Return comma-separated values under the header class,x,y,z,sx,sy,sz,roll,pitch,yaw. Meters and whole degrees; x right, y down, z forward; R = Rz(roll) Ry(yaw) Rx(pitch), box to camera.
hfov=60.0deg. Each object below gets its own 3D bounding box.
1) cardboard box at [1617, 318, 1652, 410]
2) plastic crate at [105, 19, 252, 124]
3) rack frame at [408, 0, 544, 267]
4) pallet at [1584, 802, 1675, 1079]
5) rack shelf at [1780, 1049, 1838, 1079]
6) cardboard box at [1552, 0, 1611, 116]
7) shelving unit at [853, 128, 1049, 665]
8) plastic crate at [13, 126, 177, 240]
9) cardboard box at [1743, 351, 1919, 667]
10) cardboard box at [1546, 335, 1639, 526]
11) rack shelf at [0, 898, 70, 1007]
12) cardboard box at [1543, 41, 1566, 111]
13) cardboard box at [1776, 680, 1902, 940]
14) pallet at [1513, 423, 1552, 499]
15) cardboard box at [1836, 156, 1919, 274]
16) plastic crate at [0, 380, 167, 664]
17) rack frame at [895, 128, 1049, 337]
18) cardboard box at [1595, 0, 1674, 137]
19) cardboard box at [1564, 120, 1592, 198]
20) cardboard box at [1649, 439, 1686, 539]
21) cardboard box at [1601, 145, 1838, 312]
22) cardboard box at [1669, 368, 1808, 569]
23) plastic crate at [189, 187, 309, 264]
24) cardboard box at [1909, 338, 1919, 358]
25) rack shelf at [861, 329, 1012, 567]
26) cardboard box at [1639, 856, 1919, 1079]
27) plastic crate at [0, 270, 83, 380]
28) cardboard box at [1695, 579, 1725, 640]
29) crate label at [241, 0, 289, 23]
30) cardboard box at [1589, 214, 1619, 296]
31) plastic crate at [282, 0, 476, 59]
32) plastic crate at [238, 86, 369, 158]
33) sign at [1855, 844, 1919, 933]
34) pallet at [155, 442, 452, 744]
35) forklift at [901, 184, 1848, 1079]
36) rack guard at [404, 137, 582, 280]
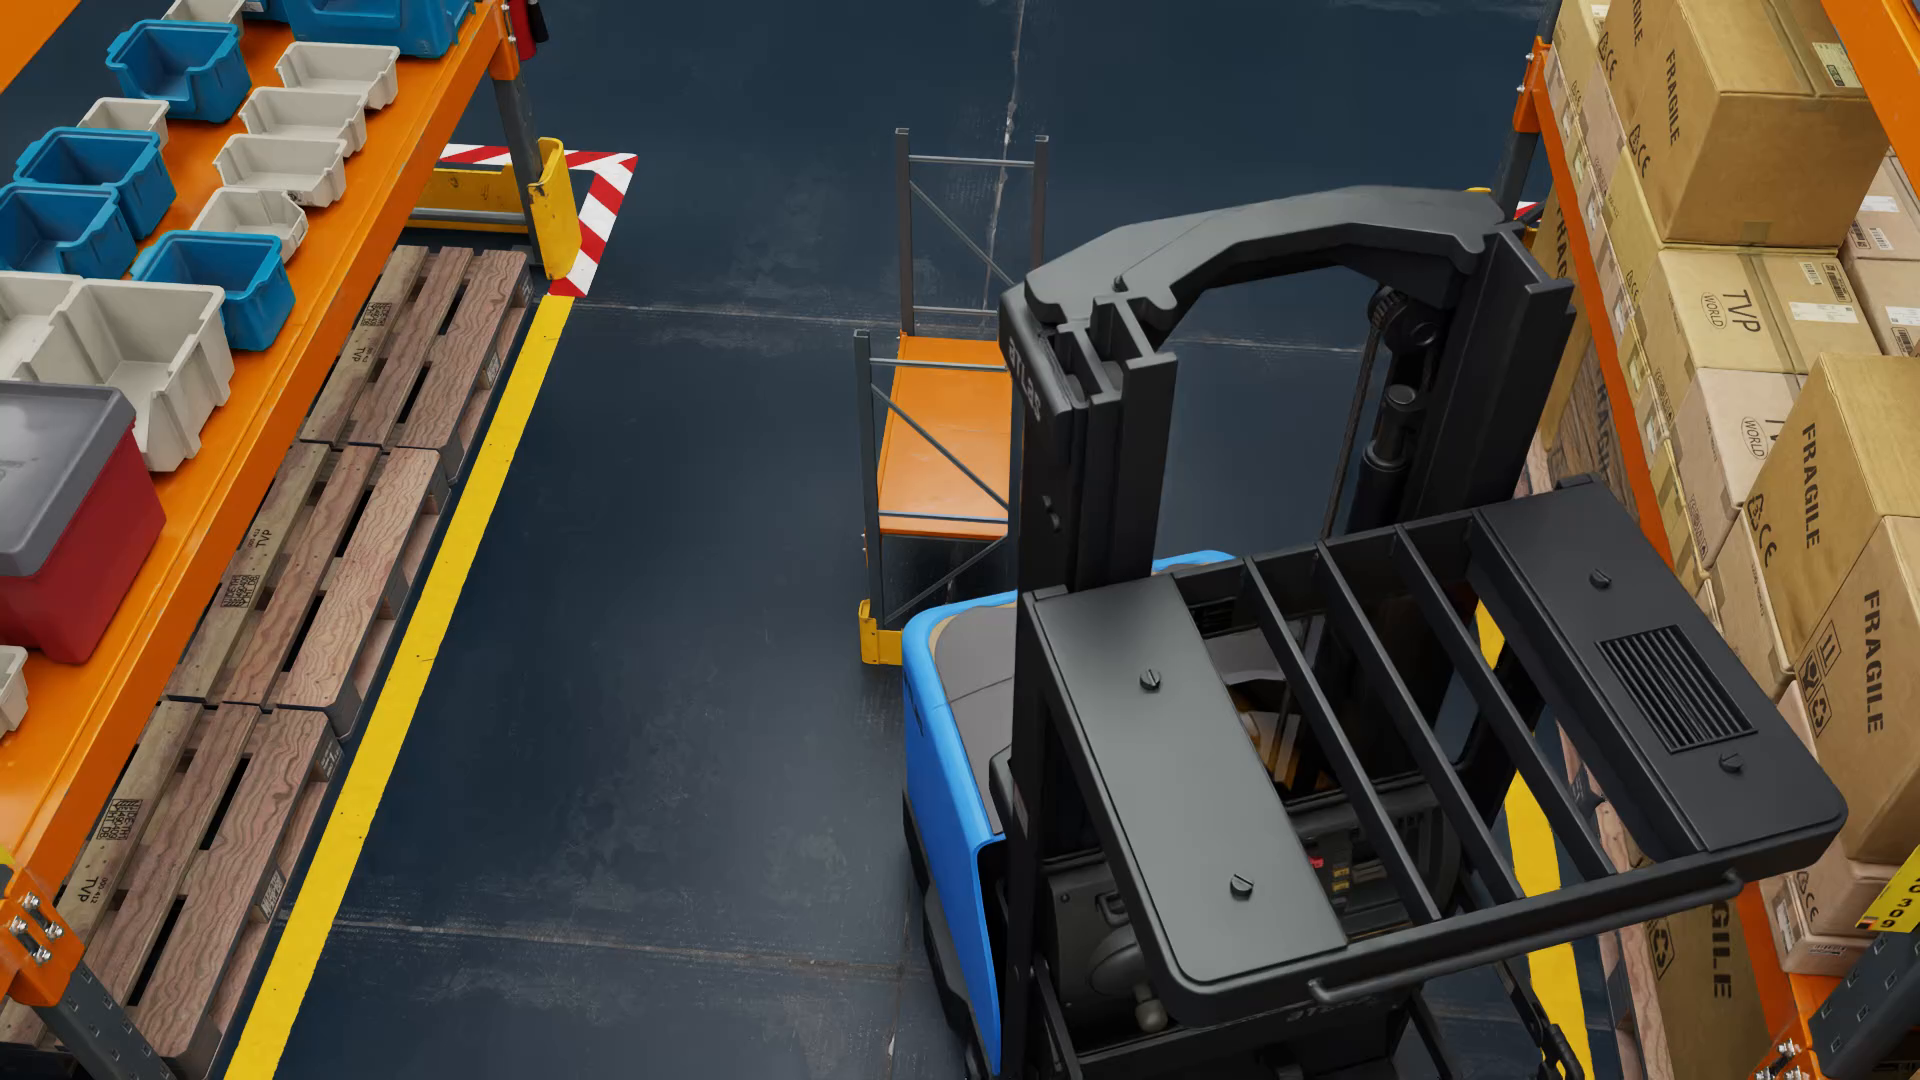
class,x,y,z,sx,sy,sz,roll,pitch,yaw
cardboard box,2.152,-0.508,4.852,0.380,0.149,0.250,3,48,3
plastic crate,-2.691,-1.615,5.767,0.416,0.233,0.300,4,48,4
rack frame,-2.281,-2.295,6.316,1.000,3.000,0.127,4,48,4
pallet,2.434,1.366,4.858,1.003,0.211,1.213,4,48,4
rack shelf,2.105,2.690,2.244,1.077,0.370,4.000,4,48,4
cardboard box,2.339,-1.677,5.651,0.500,0.250,0.500,3,48,2
shelving unit,-0.007,-0.450,5.645,0.587,1.500,1.083,4,48,4
plastic crate,-2.751,-1.131,5.325,0.416,0.233,0.300,4,48,4
cardboard box,2.113,-0.049,3.654,0.500,0.500,0.500,4,48,4
cardboard box,2.590,-0.242,5.594,0.875,0.875,0.875,4,48,4
rack shelf,-2.828,2.357,2.549,1.077,0.370,4.000,4,48,4
cardboard box,2.291,-1.638,5.886,0.380,0.149,0.250,4,48,4
cardboard box,2.066,0.586,3.581,0.500,0.250,0.500,3,48,3
pallet,2.657,-0.427,6.498,1.003,0.211,1.213,4,48,4
cardboard box,2.779,-0.891,4.932,0.500,0.250,0.500,2,48,2
plastic crate,-2.314,-0.036,4.166,0.402,0.464,0.583,4,48,4
rack frame,0.039,-0.817,5.981,0.500,1.500,0.032,4,48,4
cardboard box,2.293,-1.562,5.038,0.500,0.500,0.500,3,48,3
cardboard box,2.246,-1.261,5.541,0.380,0.149,0.250,3,48,3
cardboard box,2.105,-0.128,4.504,0.380,0.149,0.250,3,48,3
cardboard box,2.249,-0.925,4.963,0.500,0.250,0.500,2,48,2
cardboard box,2.157,-0.169,4.272,0.500,0.250,0.500,5,48,4
plastic crate,-2.225,-0.977,5.249,0.298,0.136,0.250,4,48,4
cardboard box,2.681,-0.404,3.978,0.500,0.500,0.500,3,48,2
rack shelf,-0.008,-0.322,5.772,0.538,0.185,1.000,4,48,4
cardboard box,2.427,1.074,4.391,0.875,0.875,0.875,4,48,4
plastic crate,-2.786,-0.586,4.891,0.293,0.136,0.466,4,48,4
cardboard box,2.059,0.250,4.159,0.380,0.149,0.250,5,48,4
crate label,-2.631,-2.099,6.210,0.416,0.233,0.303,4,48,4
cardboard box,2.199,-0.883,5.195,0.380,0.149,0.250,3,48,3
plastic crate,-2.125,-2.068,6.044,0.616,0.435,0.499,4,48,4
plastic crate,-2.216,-1.402,5.638,0.396,0.136,0.243,4,48,4
sign,1.734,0.623,3.007,0.100,0.325,0.005,4,48,4
pallet,-2.508,0.144,5.975,1.003,0.211,1.213,4,48,4
forklift,0.707,0.893,3.447,1.130,2.935,3.031,-12,49,-10
rack guard,-2.291,-1.469,7.255,1.175,0.500,0.348,4,48,4
